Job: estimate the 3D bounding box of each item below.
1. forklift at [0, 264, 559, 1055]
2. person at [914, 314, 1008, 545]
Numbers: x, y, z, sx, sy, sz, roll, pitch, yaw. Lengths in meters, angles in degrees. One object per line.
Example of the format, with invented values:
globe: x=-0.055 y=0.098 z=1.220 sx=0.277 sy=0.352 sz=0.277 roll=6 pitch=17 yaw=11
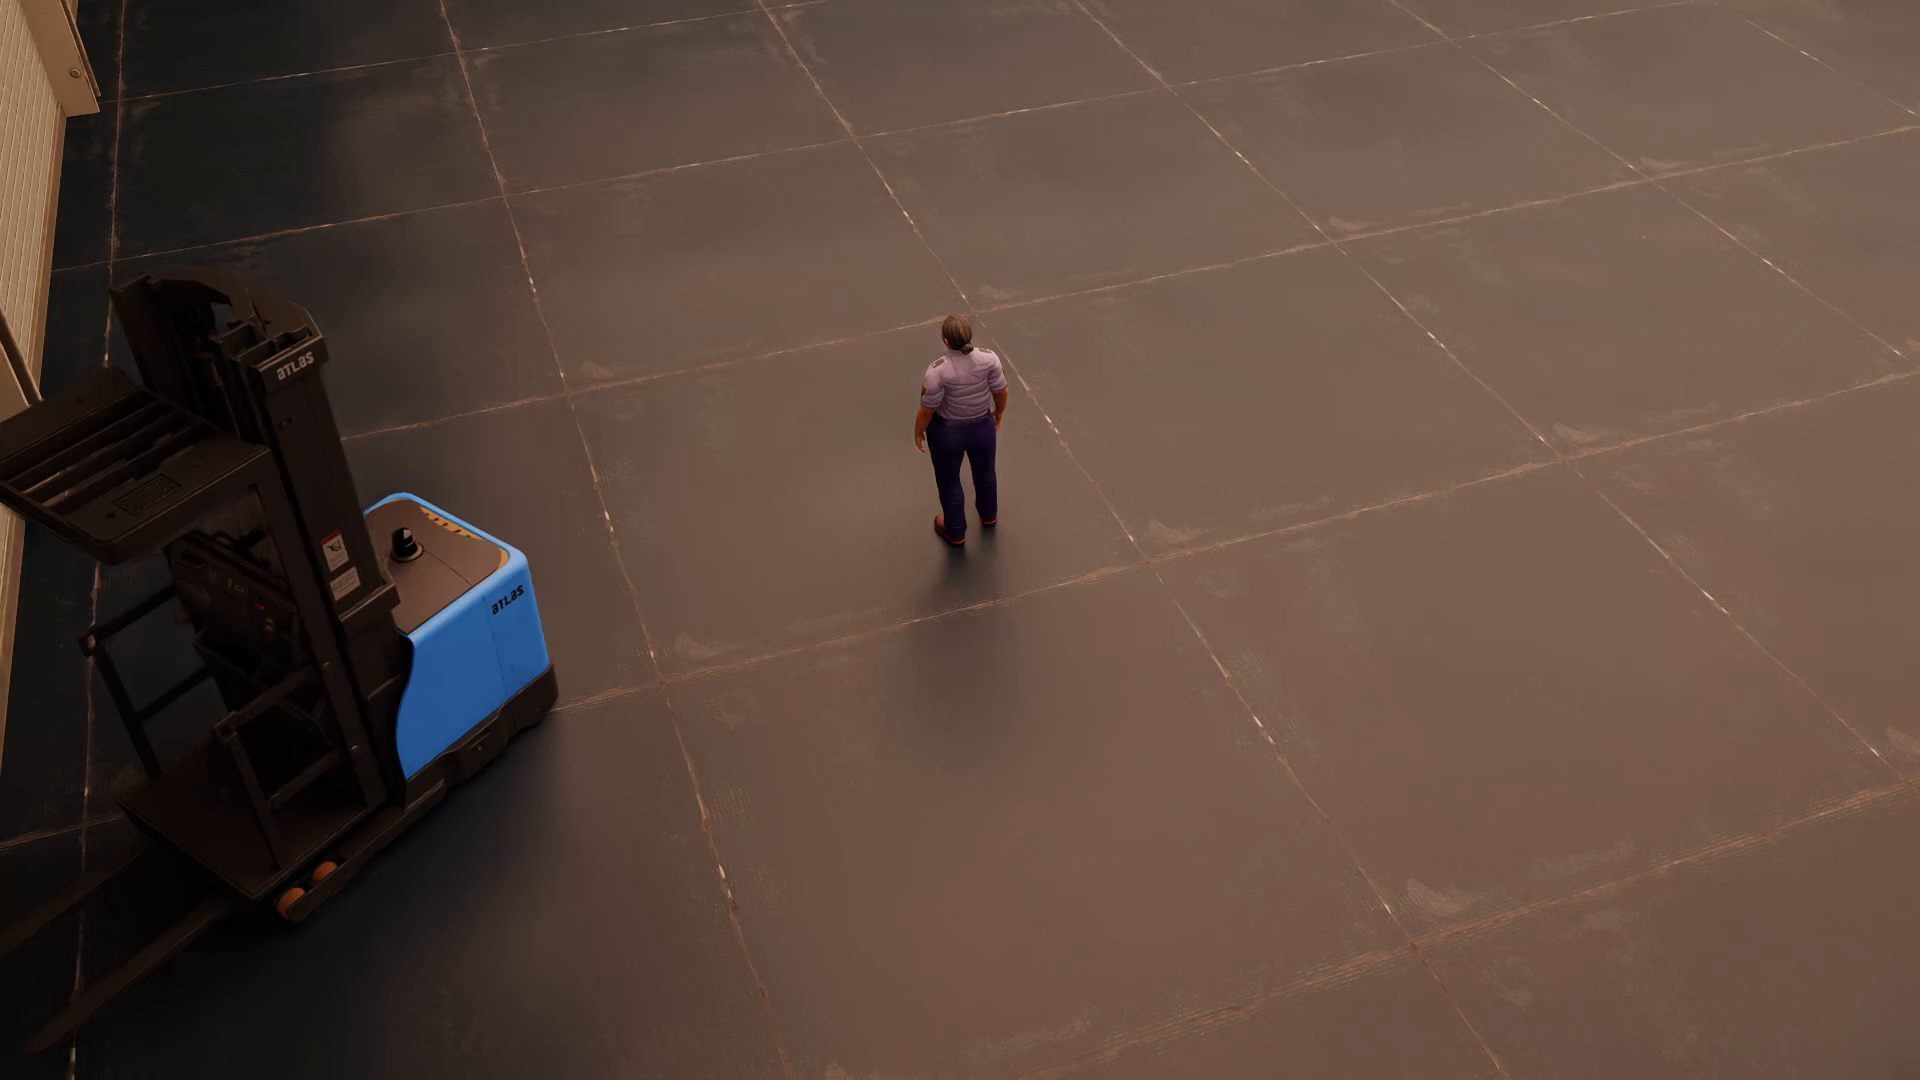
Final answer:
forklift: x=-3.461 y=0.374 z=7.551 sx=1.130 sy=2.935 sz=3.031 roll=24 pitch=46 yaw=26
person: x=-0.009 y=-0.696 z=9.812 sx=0.598 sy=1.651 sz=0.502 roll=-13 pitch=42 yaw=-15
